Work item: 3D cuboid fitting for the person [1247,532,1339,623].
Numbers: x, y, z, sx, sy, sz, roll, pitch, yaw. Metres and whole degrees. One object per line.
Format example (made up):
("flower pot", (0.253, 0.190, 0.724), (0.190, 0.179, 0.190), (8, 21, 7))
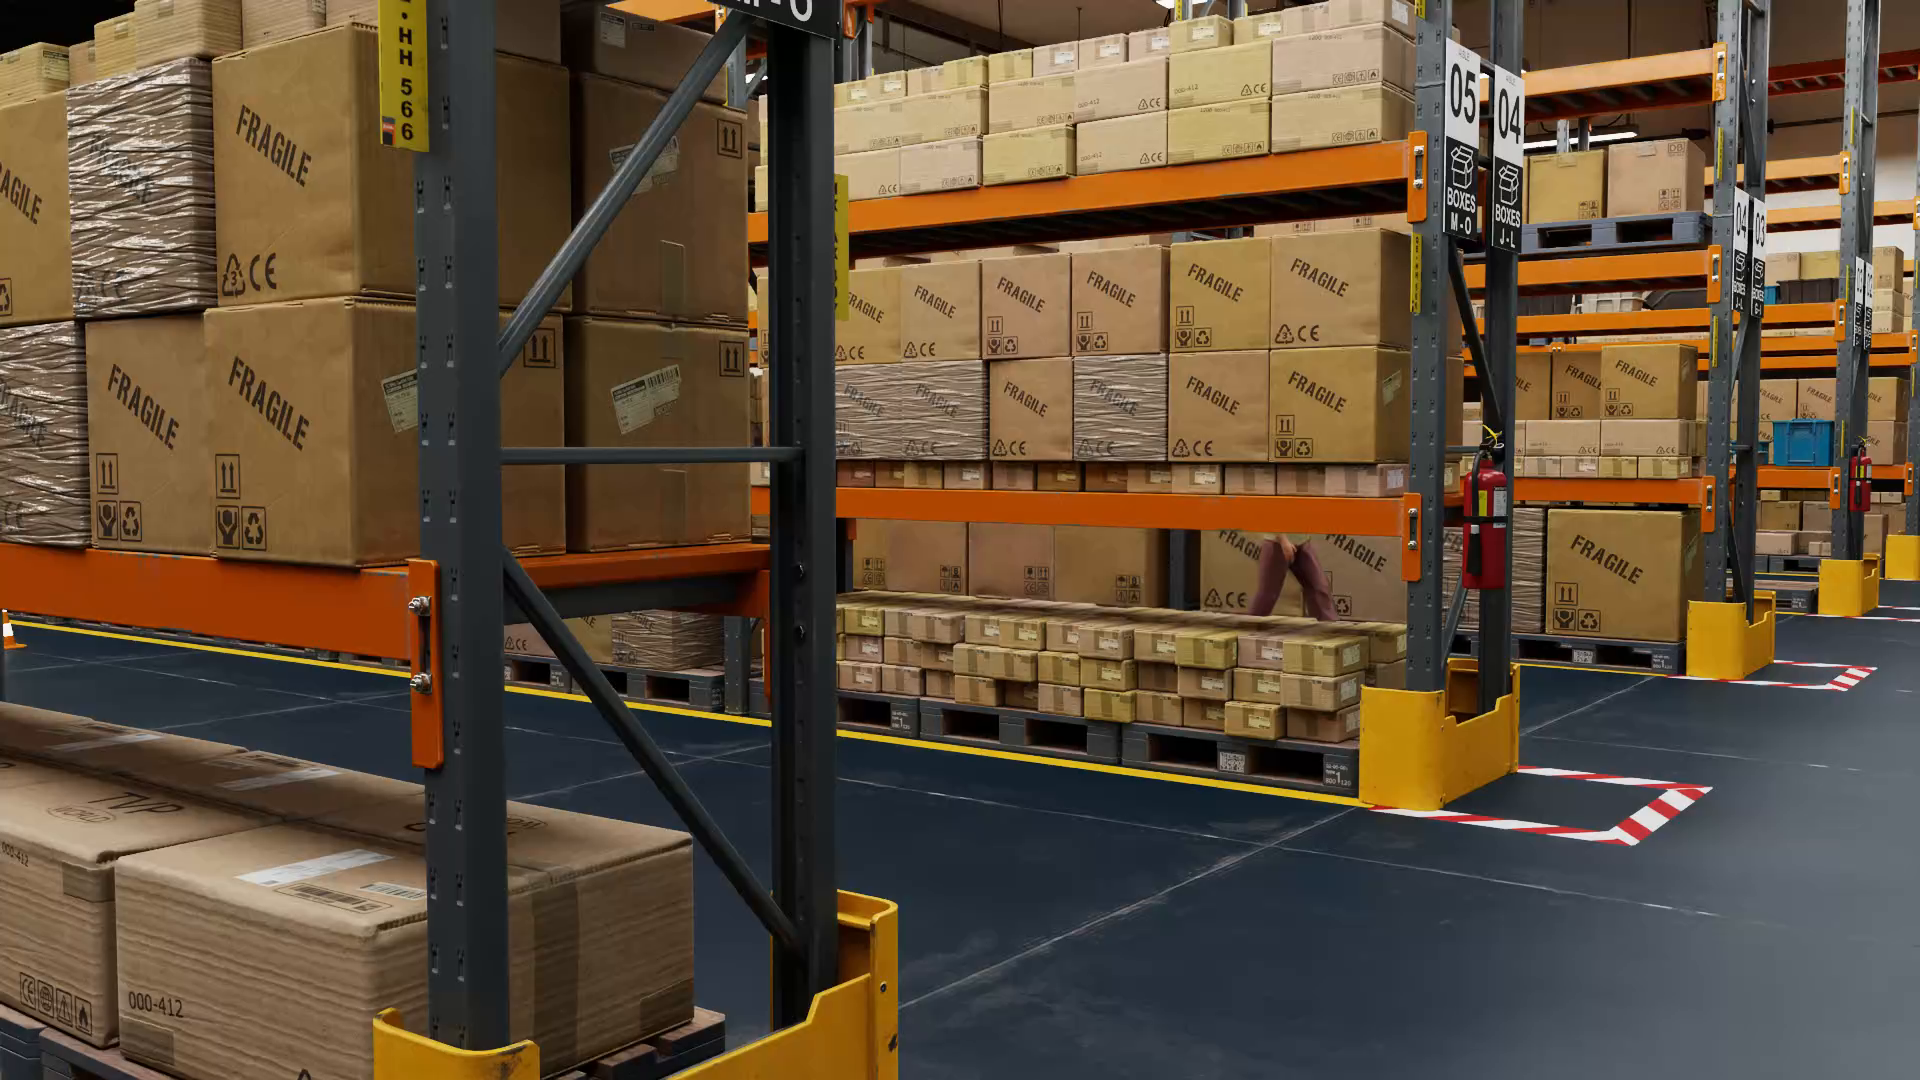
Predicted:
("person", (2.301, 0.040, 11.379), (0.864, 1.663, 0.477), (3, 4, 41))
